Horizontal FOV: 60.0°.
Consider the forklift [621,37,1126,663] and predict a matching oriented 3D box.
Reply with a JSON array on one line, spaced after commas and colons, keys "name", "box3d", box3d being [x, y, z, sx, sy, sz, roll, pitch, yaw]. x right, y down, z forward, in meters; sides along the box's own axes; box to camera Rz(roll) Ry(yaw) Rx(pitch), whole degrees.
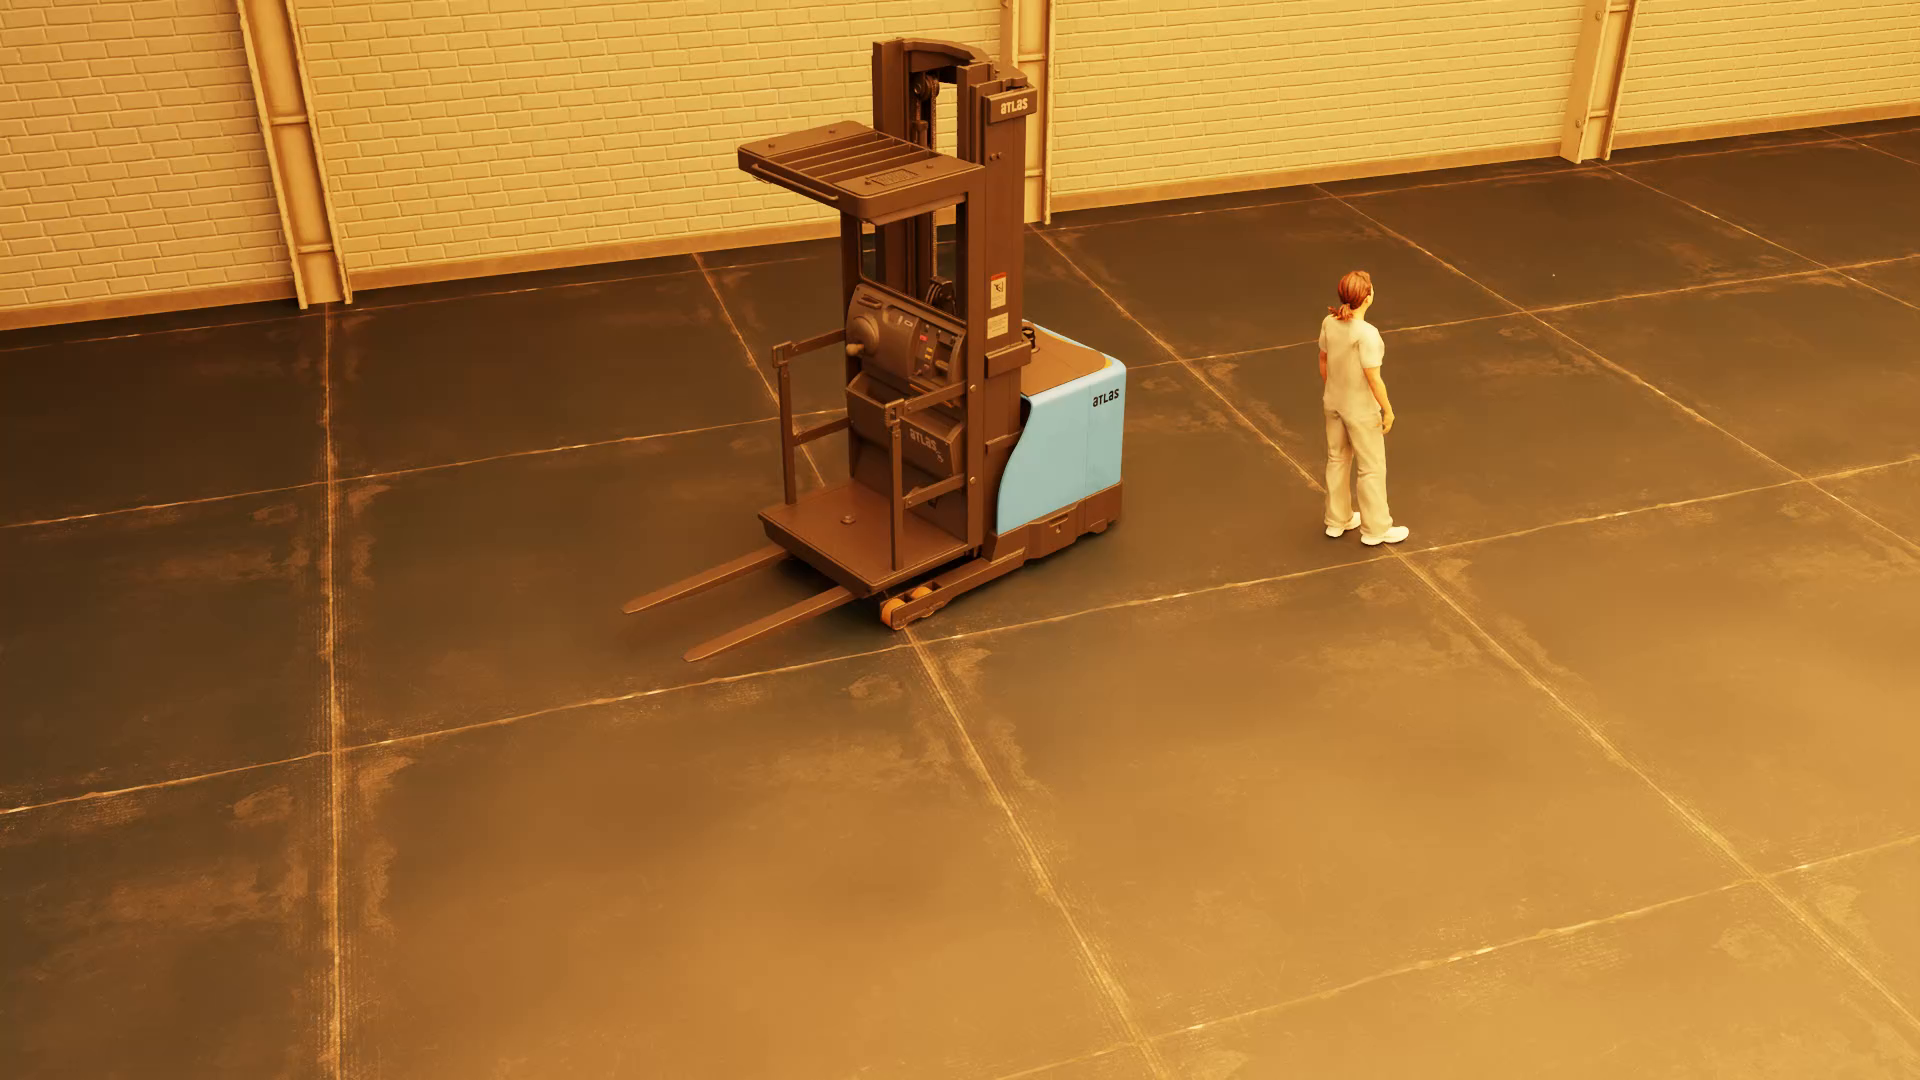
[{"name": "forklift", "box3d": [-0.461, -1.072, 8.951, 3.031, 2.935, 1.130, -23, 37, -34]}]

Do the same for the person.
[{"name": "person", "box3d": [2.343, -0.783, 9.692, 0.549, 1.676, 0.551, -17, 34, -26]}]
